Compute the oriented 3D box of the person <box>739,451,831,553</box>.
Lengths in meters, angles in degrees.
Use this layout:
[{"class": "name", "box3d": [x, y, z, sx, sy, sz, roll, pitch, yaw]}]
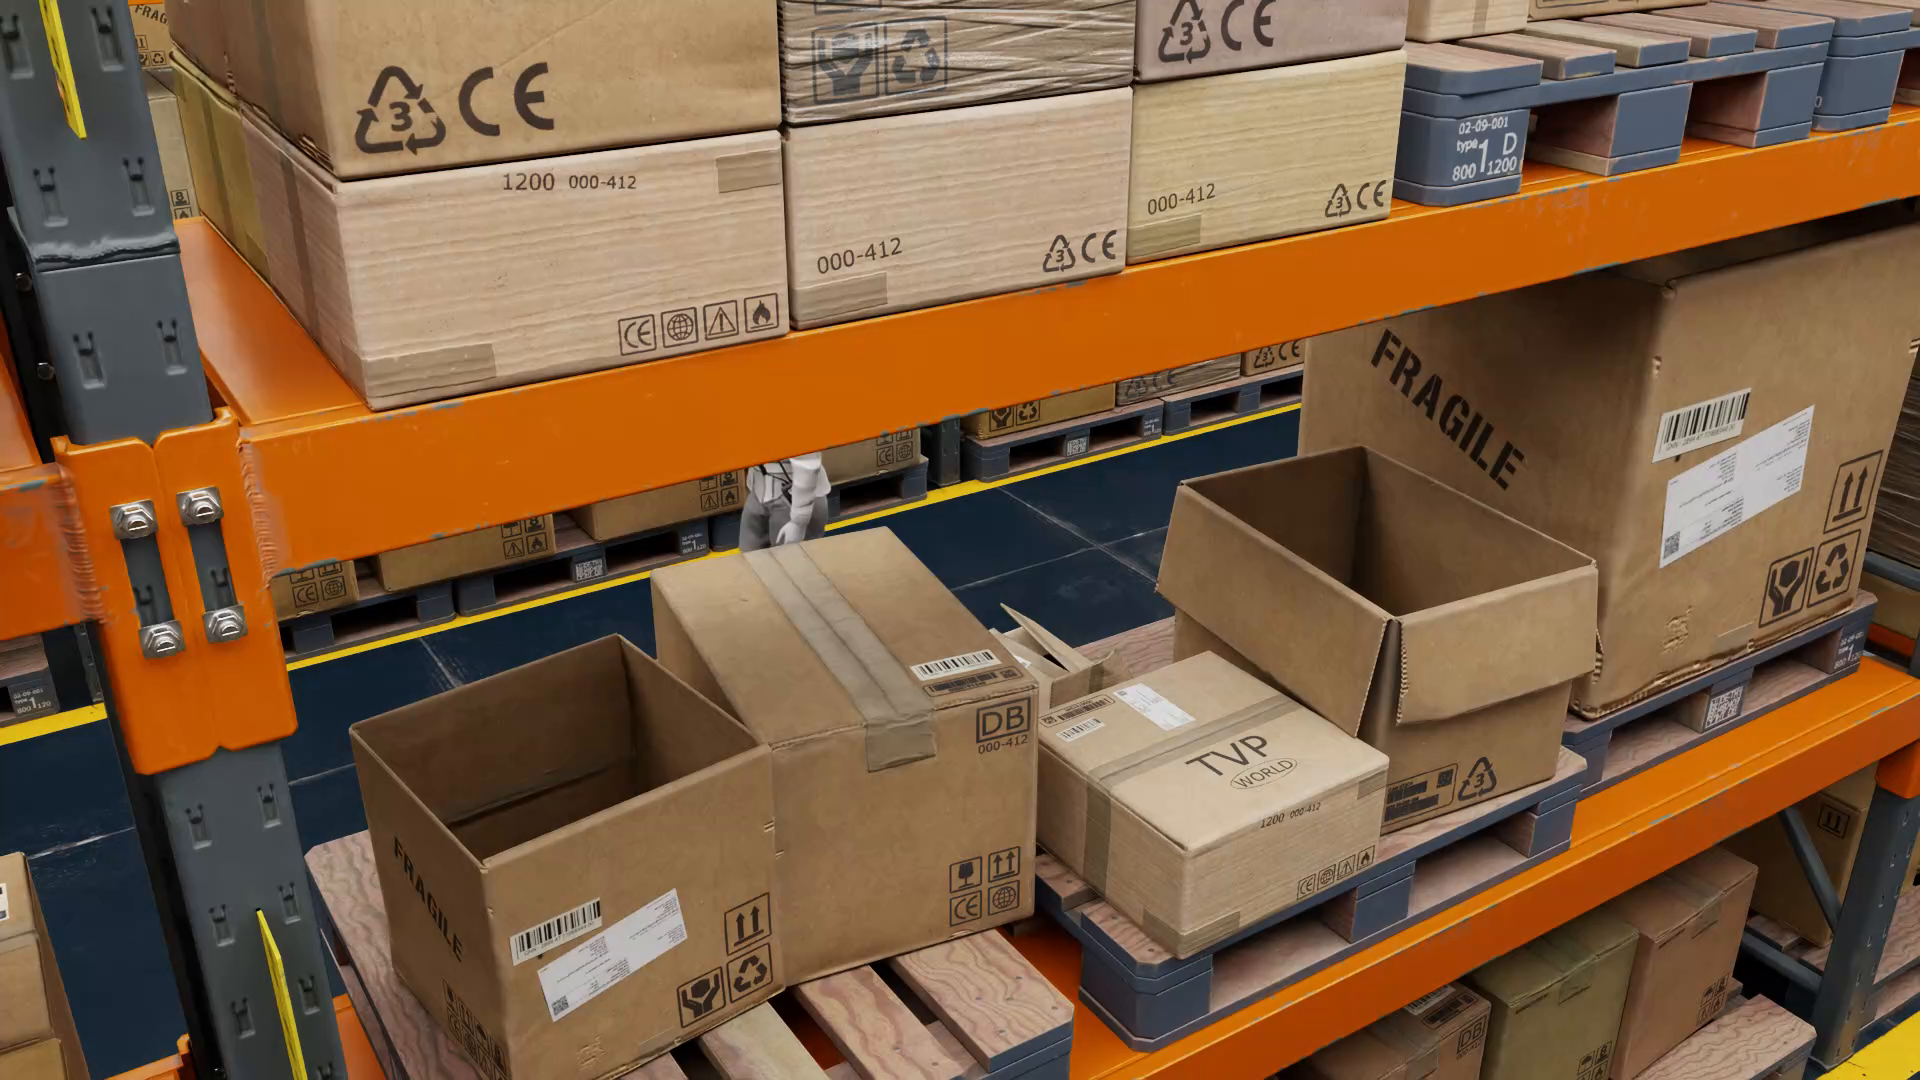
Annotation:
[{"class": "person", "box3d": [-0.780, -0.133, 6.353, 0.560, 1.678, 0.485, -11, 27, -21]}]
